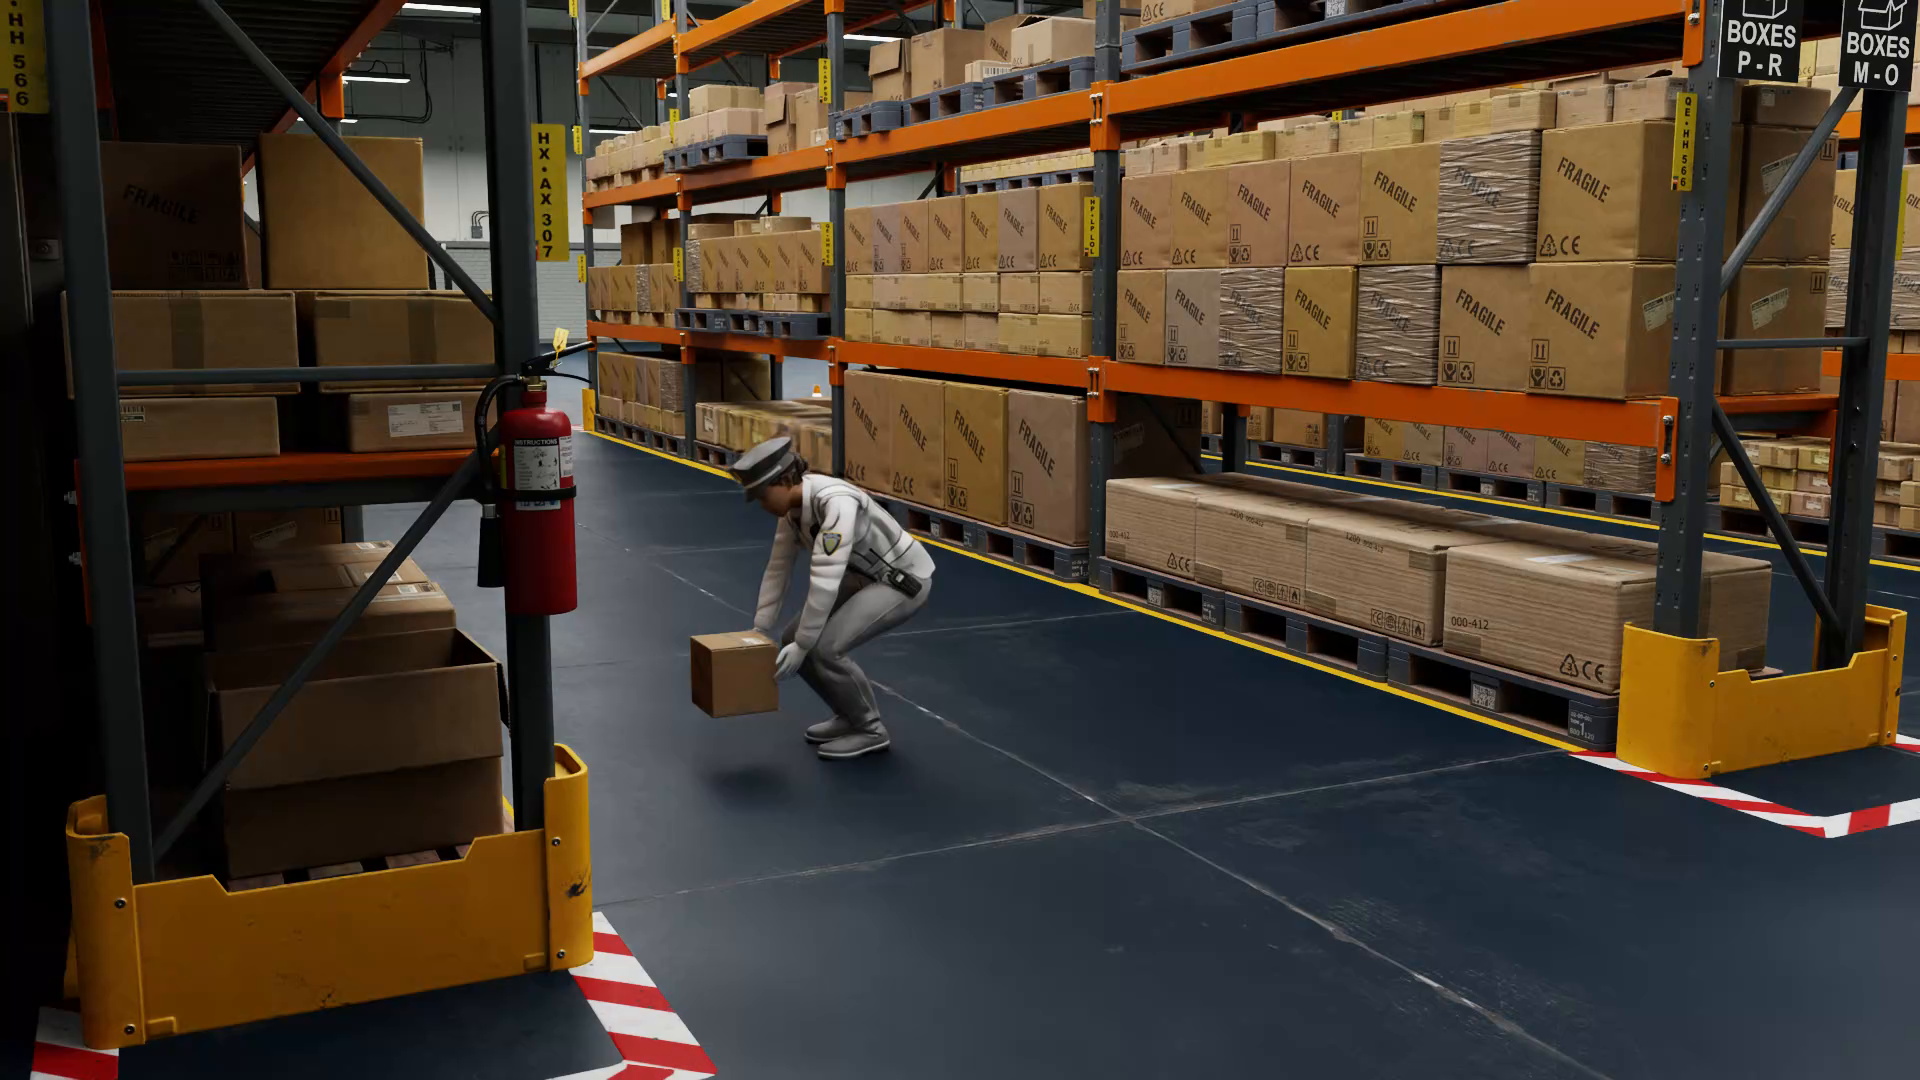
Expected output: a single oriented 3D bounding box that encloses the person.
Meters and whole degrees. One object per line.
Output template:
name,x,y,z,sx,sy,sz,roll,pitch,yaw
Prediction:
person,-0.466,0.202,6.121,0.788,1.188,0.524,-4,10,-26
